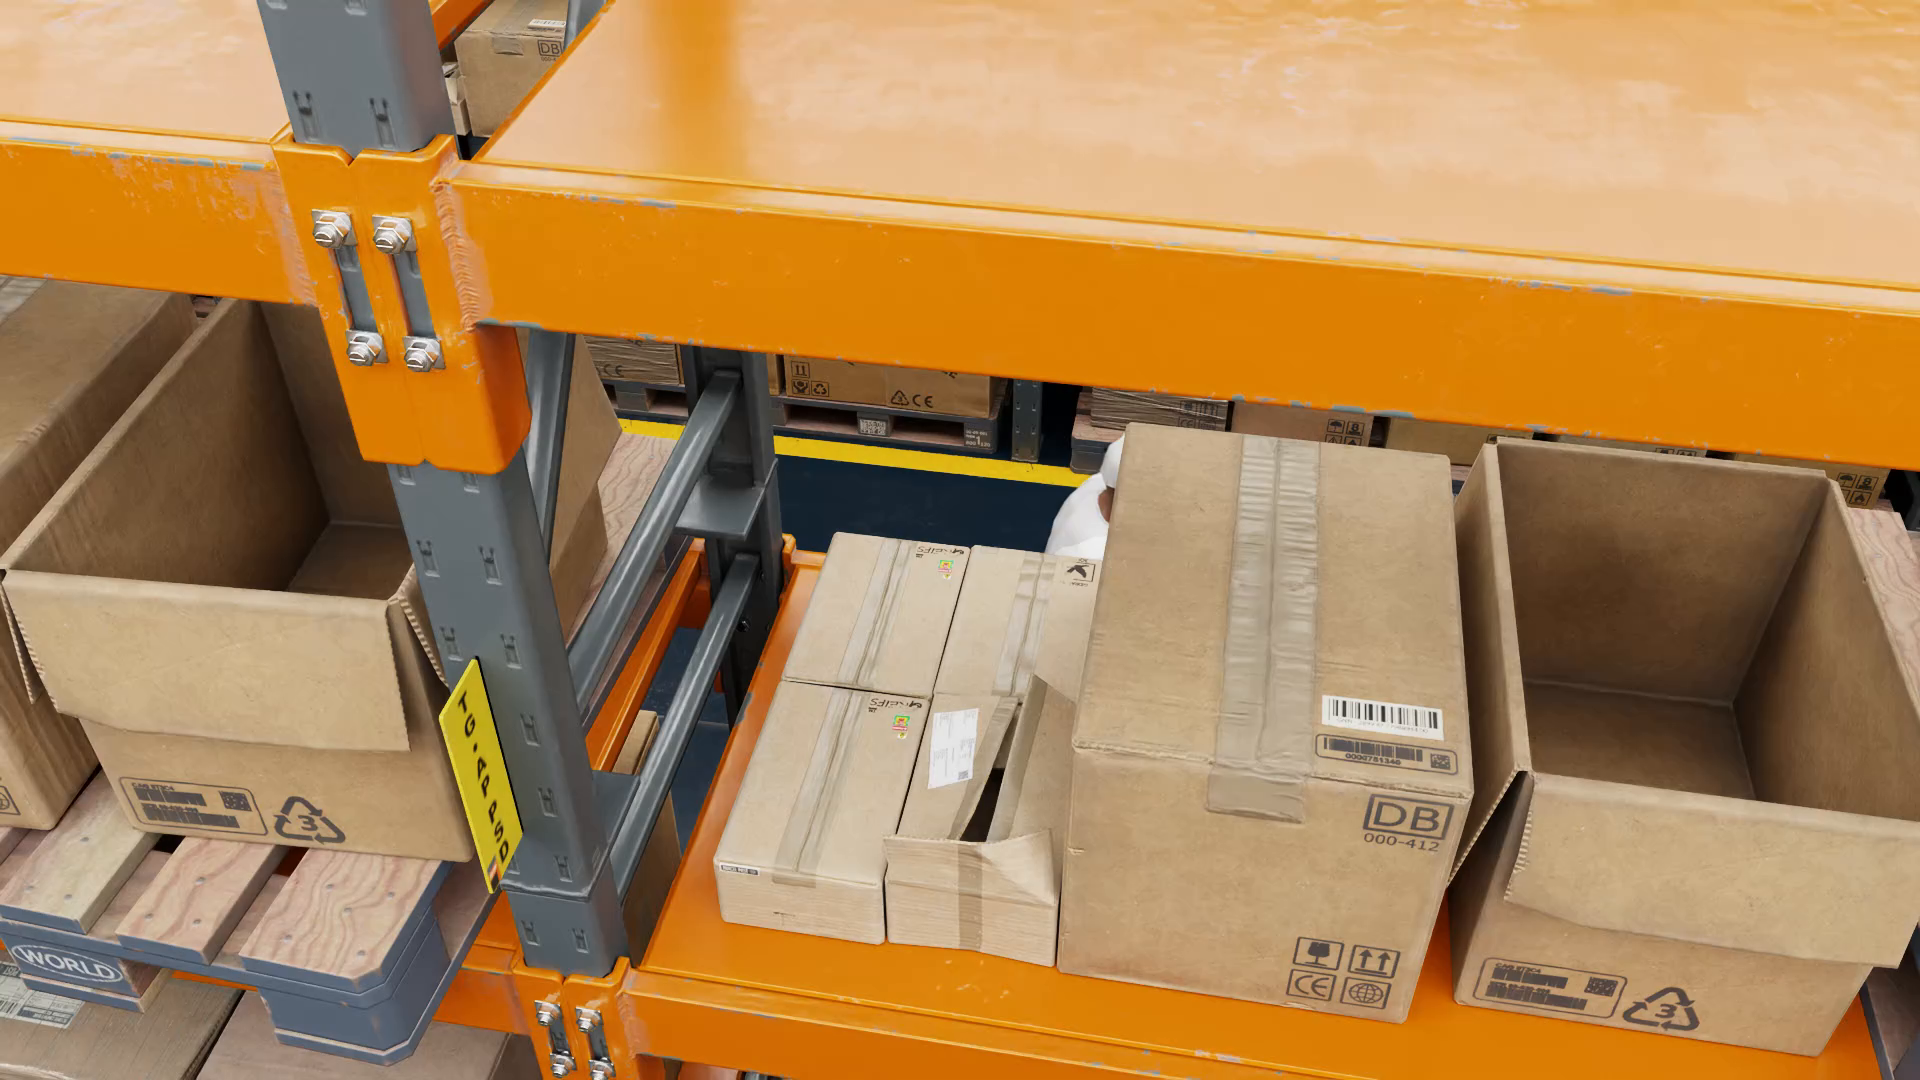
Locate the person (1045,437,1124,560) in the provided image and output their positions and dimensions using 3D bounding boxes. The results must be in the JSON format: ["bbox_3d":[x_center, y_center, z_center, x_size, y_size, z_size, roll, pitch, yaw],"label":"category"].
[{"bbox_3d":[0.486,0.377,5.702,0.453,1.774,0.629,6,41,7],"label":"person"}]
